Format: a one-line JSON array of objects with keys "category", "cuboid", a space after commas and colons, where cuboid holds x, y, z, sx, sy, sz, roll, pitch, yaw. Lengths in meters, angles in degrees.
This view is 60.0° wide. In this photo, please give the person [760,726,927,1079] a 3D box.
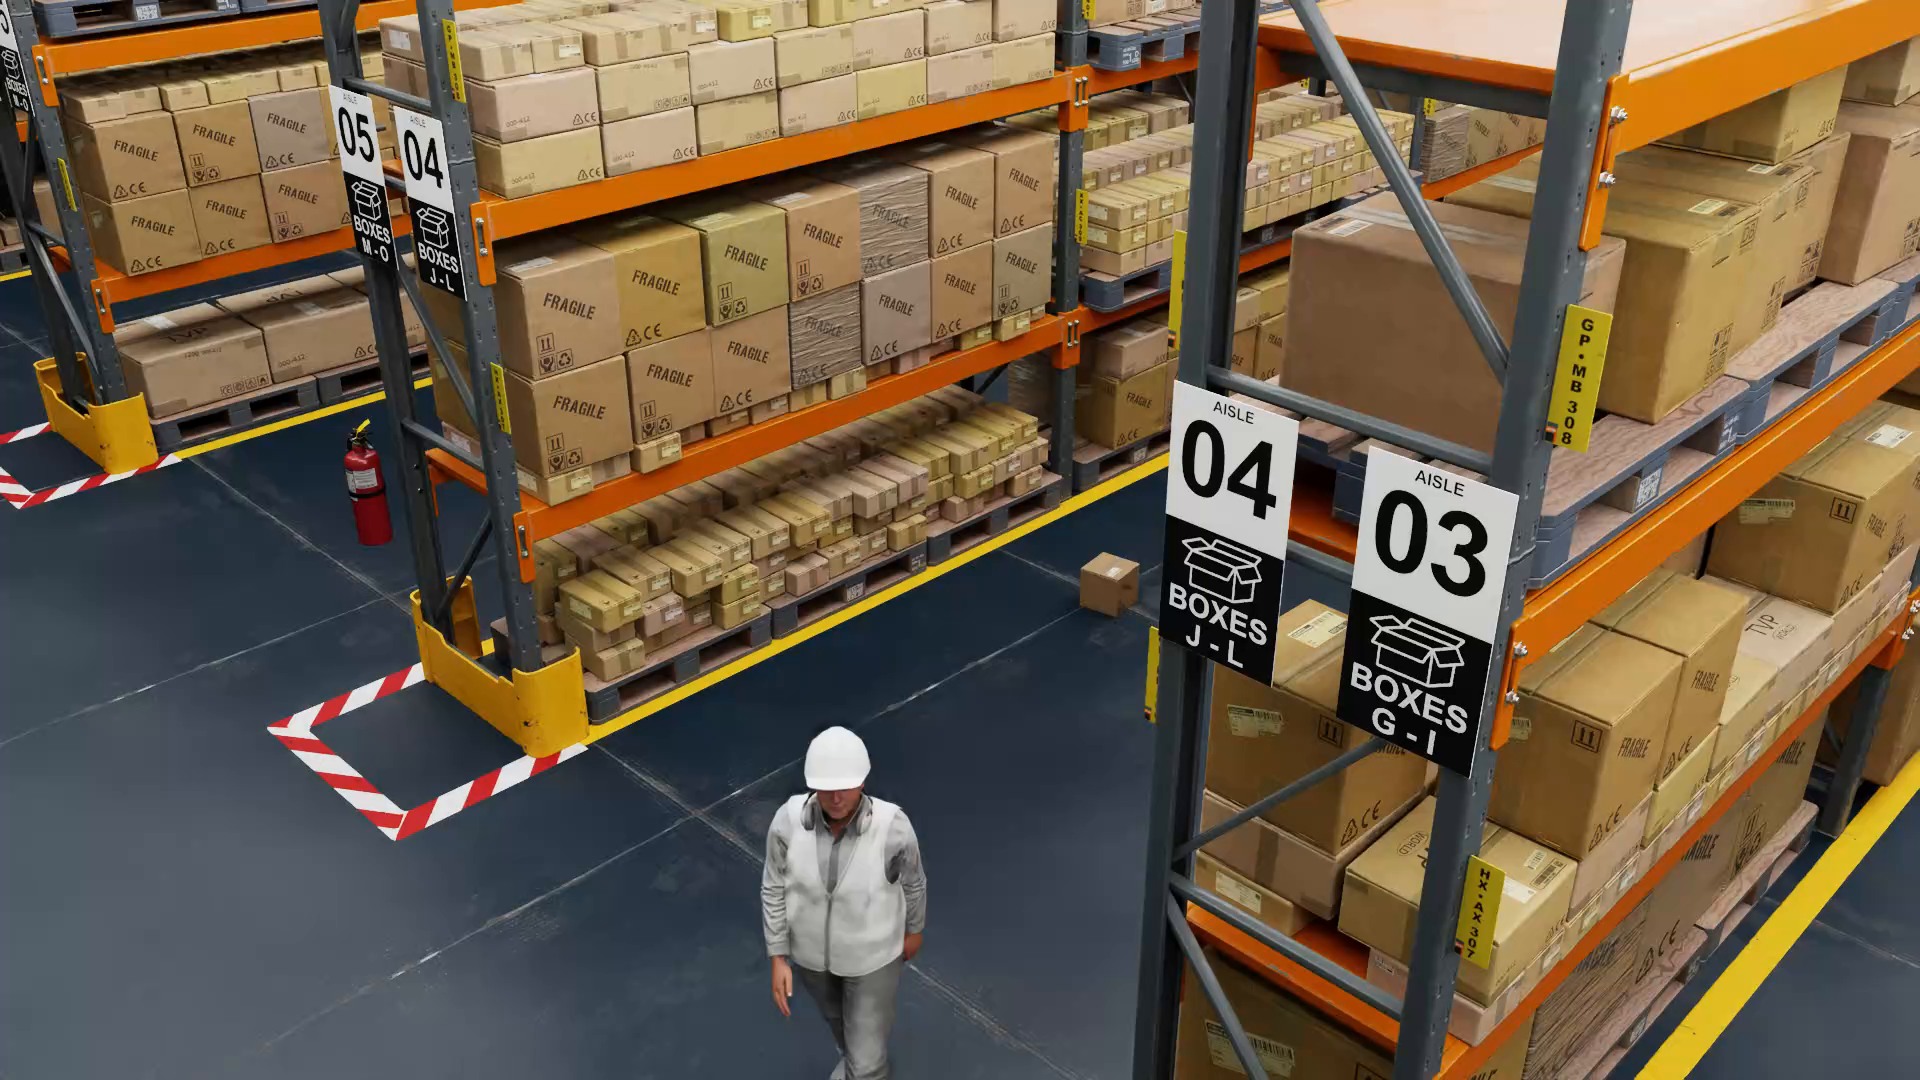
[{"category": "person", "cuboid": [-0.430, 1.454, 5.780, 0.539, 1.737, 0.945, 7, 28, 13]}]
